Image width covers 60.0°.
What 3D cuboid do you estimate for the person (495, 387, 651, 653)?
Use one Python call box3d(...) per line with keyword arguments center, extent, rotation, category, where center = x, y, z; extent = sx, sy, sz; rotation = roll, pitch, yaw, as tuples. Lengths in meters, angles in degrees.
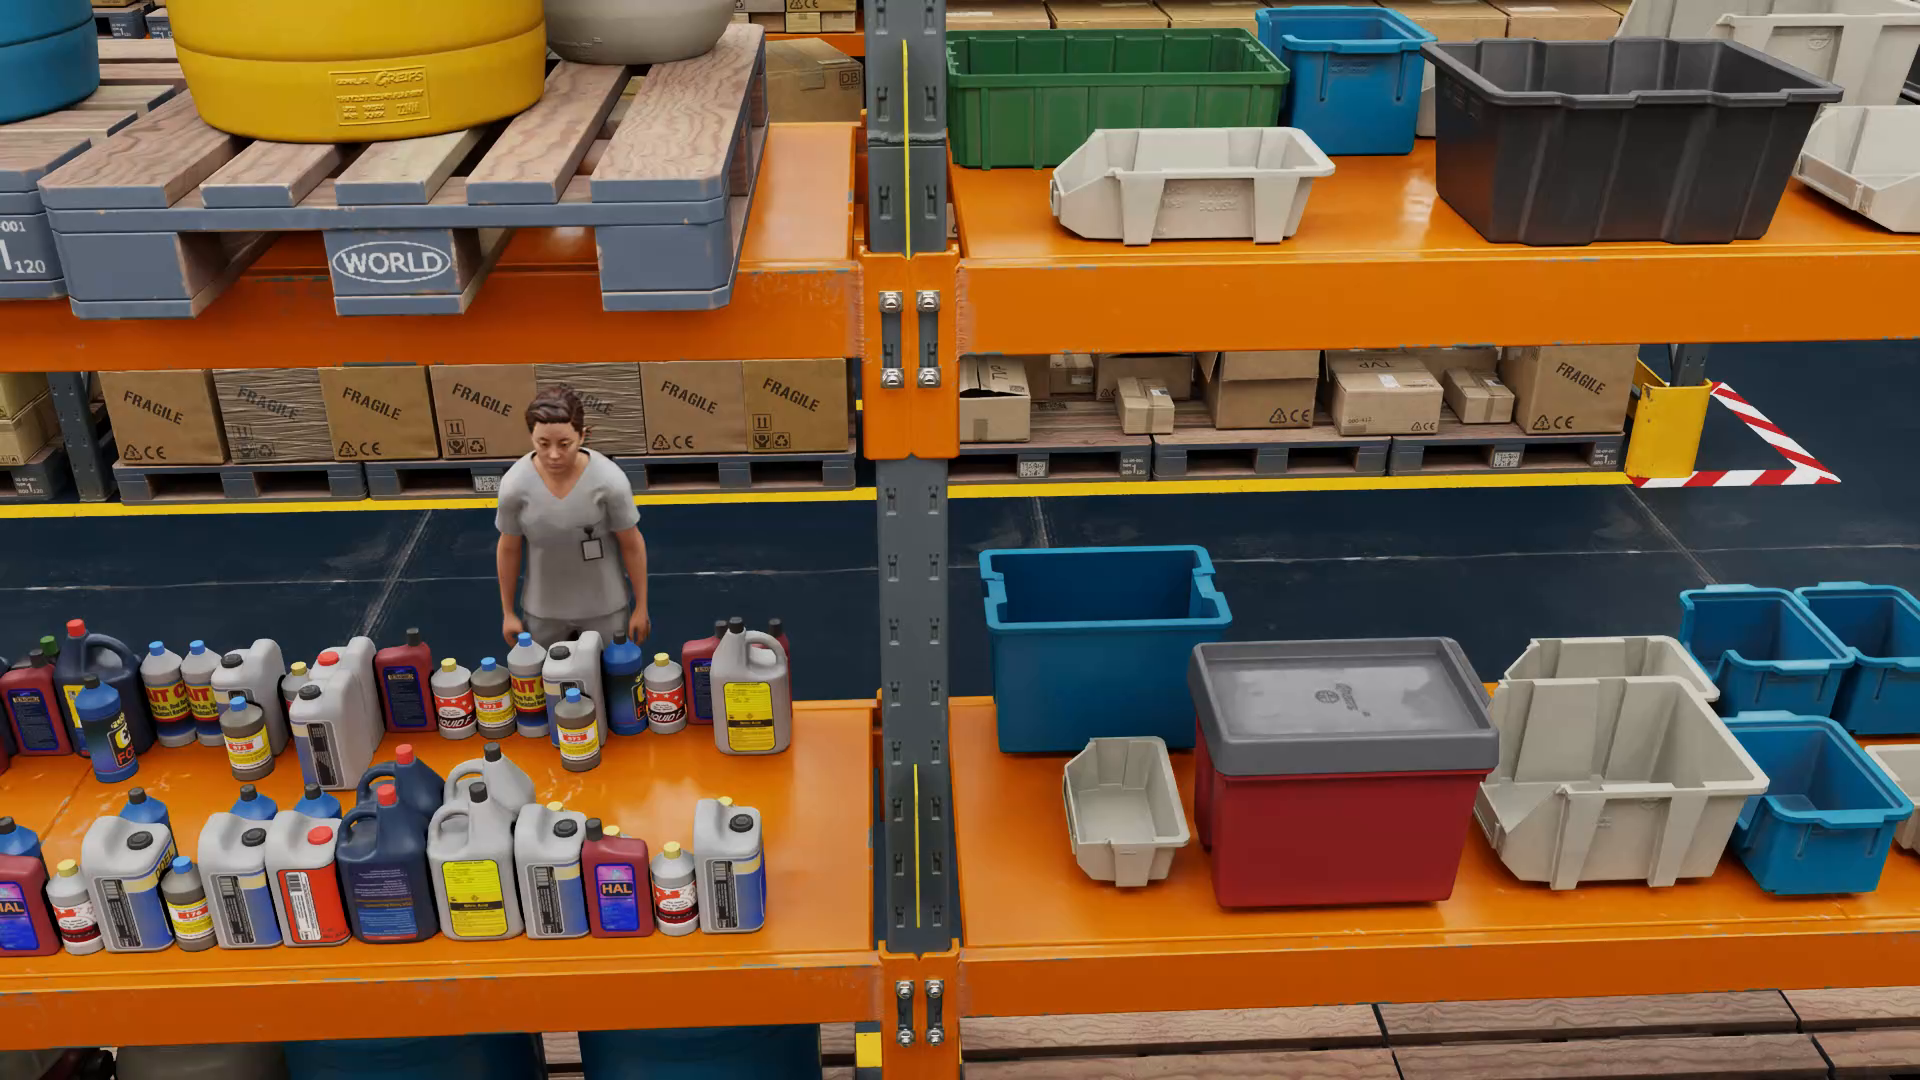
box3d(center=(-1.306, 0.249, 5.646), extent=(0.508, 1.673, 0.352), rotation=(-2, 28, -4), category="person")
